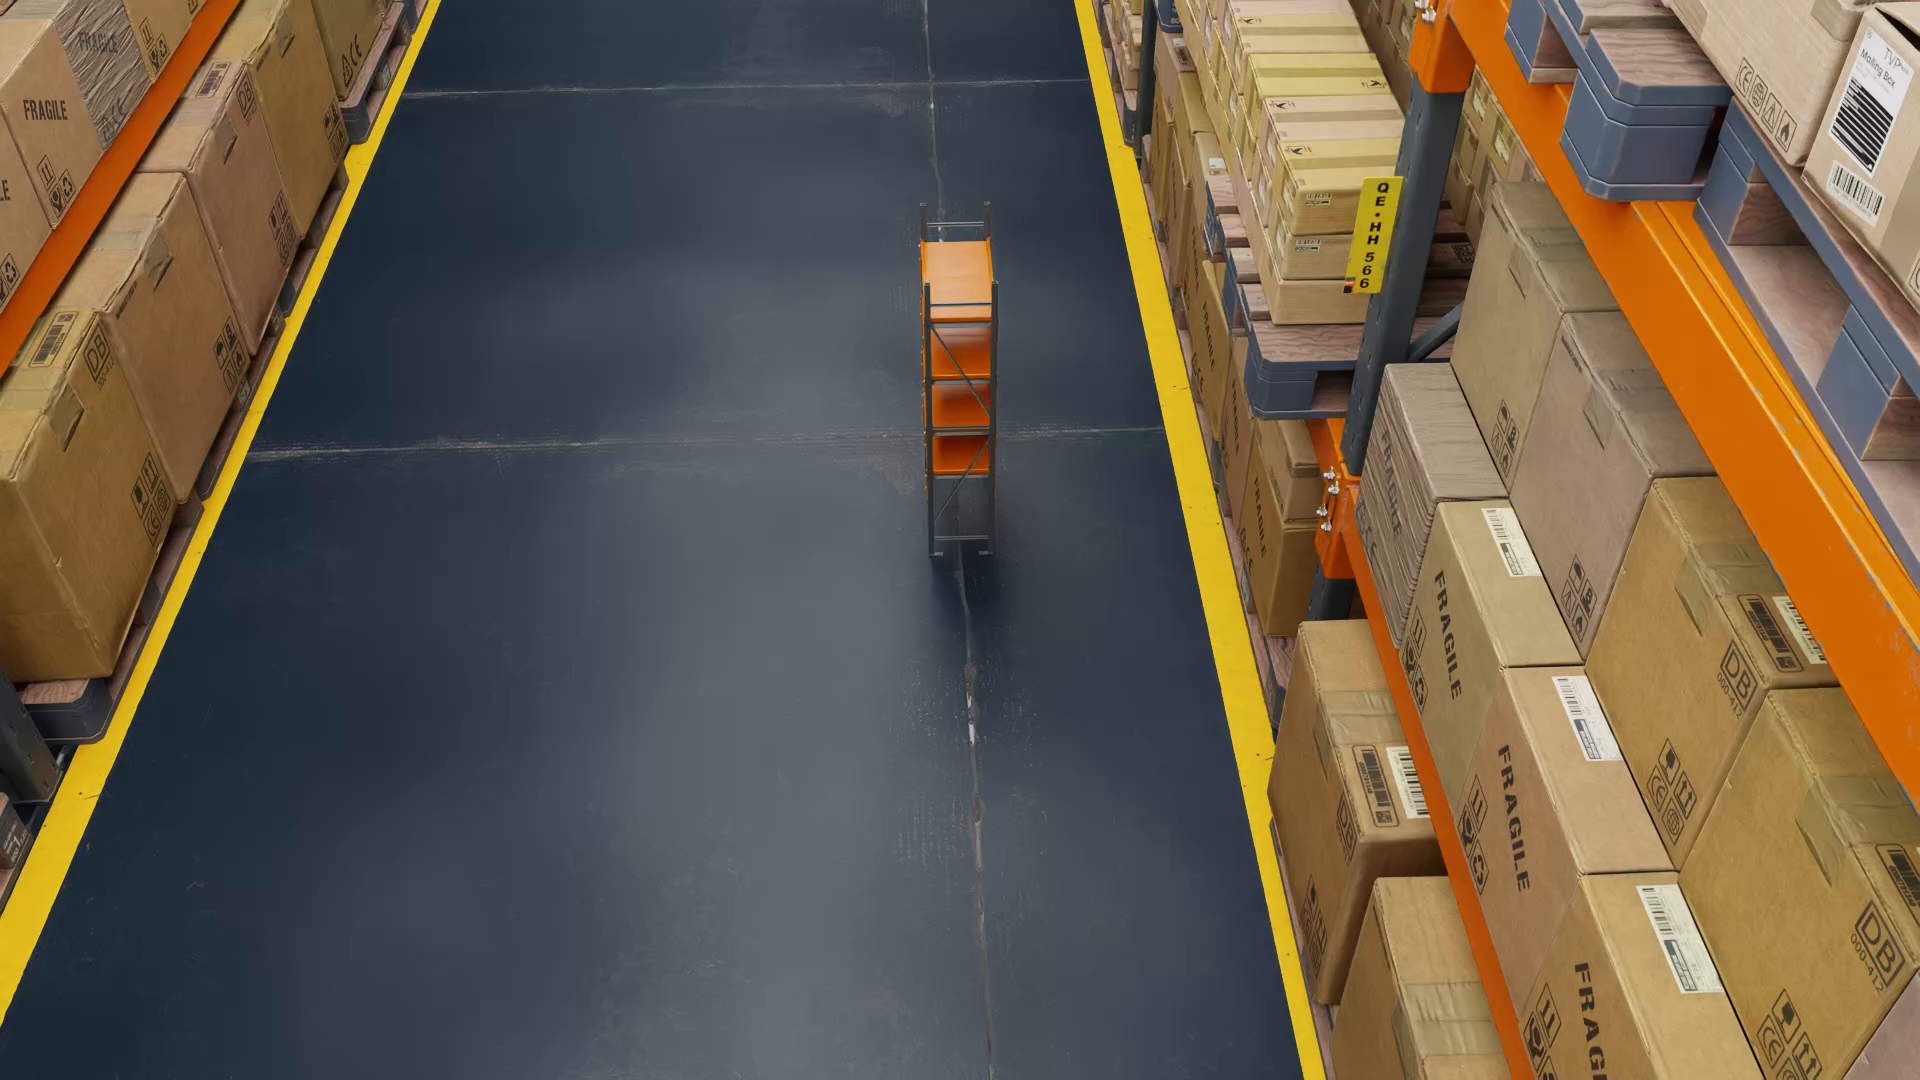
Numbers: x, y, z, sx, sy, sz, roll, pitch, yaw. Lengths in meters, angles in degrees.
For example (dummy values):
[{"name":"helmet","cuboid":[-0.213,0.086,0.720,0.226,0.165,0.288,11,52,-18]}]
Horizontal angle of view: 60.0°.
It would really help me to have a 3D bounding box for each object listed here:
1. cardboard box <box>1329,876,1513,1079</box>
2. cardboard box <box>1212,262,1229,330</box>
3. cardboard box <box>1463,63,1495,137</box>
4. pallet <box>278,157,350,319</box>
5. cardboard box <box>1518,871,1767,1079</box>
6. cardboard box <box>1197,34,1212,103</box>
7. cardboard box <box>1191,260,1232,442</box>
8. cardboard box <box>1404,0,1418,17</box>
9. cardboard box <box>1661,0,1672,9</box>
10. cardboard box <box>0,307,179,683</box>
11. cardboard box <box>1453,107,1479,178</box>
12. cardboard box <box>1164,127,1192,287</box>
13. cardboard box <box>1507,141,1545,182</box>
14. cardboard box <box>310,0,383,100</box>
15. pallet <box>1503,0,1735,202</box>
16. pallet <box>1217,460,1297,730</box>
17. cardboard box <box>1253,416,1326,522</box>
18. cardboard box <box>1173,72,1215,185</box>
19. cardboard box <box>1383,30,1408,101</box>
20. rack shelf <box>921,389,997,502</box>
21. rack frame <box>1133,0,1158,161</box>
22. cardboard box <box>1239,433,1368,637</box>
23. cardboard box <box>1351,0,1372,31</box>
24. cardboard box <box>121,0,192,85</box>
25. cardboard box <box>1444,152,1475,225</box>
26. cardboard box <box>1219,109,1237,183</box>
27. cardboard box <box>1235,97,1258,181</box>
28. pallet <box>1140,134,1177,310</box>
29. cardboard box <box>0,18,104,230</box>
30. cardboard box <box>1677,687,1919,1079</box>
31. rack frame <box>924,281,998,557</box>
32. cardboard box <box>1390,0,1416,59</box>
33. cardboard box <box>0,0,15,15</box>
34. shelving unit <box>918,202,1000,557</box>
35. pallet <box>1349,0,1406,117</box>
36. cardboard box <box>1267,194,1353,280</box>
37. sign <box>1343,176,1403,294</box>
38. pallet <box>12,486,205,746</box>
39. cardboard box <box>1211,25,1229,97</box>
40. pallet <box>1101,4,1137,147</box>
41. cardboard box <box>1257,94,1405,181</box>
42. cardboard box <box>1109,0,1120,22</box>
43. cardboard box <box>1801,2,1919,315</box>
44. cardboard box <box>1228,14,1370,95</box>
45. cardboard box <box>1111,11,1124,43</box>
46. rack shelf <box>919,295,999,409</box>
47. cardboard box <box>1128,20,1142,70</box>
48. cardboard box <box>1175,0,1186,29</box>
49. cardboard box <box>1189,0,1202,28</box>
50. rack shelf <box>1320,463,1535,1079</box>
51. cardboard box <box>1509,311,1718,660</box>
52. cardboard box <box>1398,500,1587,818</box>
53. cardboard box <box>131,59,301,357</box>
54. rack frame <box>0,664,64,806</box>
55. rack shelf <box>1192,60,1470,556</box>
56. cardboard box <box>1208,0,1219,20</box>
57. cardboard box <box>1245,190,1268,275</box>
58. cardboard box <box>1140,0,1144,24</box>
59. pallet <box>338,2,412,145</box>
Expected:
[{"name":"cardboard box","cuboid":[1.522,1.318,3.947,1.050,0.750,0.750,-1,43,-1]},{"name":"cardboard box","cuboid":[1.216,-1.009,6.115,0.500,0.250,0.500,-1,43,-1]},{"name":"cardboard box","cuboid":[1.699,-1.307,4.890,0.380,0.149,0.250,-2,43,-2]},{"name":"pallet","cuboid":[-3.476,-1.440,7.665,1.003,0.211,1.213,-2,43,-2]},{"name":"cardboard box","cuboid":[1.359,0.933,2.938,0.500,0.500,0.500,-2,43,-2]},{"name":"cardboard box","cuboid":[1.016,-1.609,5.660,0.380,0.149,0.250,0,43,0]},{"name":"cardboard box","cuboid":[1.199,-0.738,6.374,0.500,0.500,0.500,-3,43,-4]},{"name":"cardboard box","cuboid":[1.662,-1.847,5.480,0.380,0.149,0.250,0,43,0]},{"name":"cardboard box","cuboid":[1.356,-1.130,2.724,0.500,0.311,0.500,-2,43,-2]},{"name":"cardboard box","cuboid":[-3.423,-0.124,5.428,1.225,0.875,0.875,-3,43,-4]},{"name":"cardboard box","cuboid":[1.697,-1.228,5.024,0.380,0.149,0.250,-3,43,-3]},{"name":"cardboard box","cuboid":[1.166,-1.431,7.130,0.500,0.500,0.500,0,43,0]},{"name":"cardboard box","cuboid":[1.719,-0.963,4.515,0.380,0.149,0.250,-2,43,-2]},{"name":"cardboard box","cuboid":[-3.532,-2.806,8.353,0.875,0.875,0.875,-2,43,-2]},{"name":"pallet","cuboid":[1.626,-0.964,3.001,1.213,0.211,1.003,0,43,0]},{"name":"pallet","cuboid":[1.514,0.140,5.941,1.003,0.211,1.213,-2,43,-2]},{"name":"cardboard box","cuboid":[1.254,-0.325,5.368,0.500,0.250,0.500,-3,43,-3]},{"name":"cardboard box","cuboid":[1.168,-1.705,6.874,0.500,0.250,0.500,-1,43,-1]},{"name":"cardboard box","cuboid":[1.670,-1.626,5.679,0.380,0.149,0.250,-1,43,-1]},{"name":"rack shelf","cuboid":[-0.007,-0.358,6.146,0.258,0.148,0.480,-2,43,-2]},{"name":"rack frame","cuboid":[1.375,-3.061,7.369,1.000,3.000,0.127,-2,43,-2]},{"name":"cardboard box","cuboid":[1.256,-0.031,5.603,0.500,0.500,0.500,-2,43,-2]},{"name":"cardboard box","cuboid":[1.649,-1.981,6.067,0.380,0.149,0.250,0,43,0]},{"name":"cardboard box","cuboid":[-3.248,-2.029,6.170,0.500,0.500,0.500,-2,43,-2]},{"name":"cardboard box","cuboid":[1.705,-1.094,5.099,0.380,0.149,0.250,0,43,0]},{"name":"cardboard box","cuboid":[1.038,-1.252,5.271,0.380,0.149,0.250,-2,43,-2]},{"name":"cardboard box","cuboid":[1.043,-1.211,5.006,0.380,0.149,0.250,-1,43,-1]},{"name":"pallet","cuboid":[1.410,-1.507,7.738,1.003,0.211,1.213,-2,43,-2]},{"name":"cardboard box","cuboid":[-3.213,-1.353,5.432,0.500,0.500,0.500,-2,43,-3]},{"name":"cardboard box","cuboid":[1.623,0.570,2.594,0.700,0.500,0.500,-2,43,-2]},{"name":"rack frame","cuboid":[0.003,-0.389,5.787,0.240,1.200,0.015,-2,43,-2]},{"name":"cardboard box","cuboid":[1.669,-1.734,5.577,0.380,0.149,0.250,-2,43,-2]},{"name":"cardboard box","cuboid":[-3.489,-2.080,5.483,0.797,0.503,0.637,0,43,0]},{"name":"shelving unit","cuboid":[-0.007,-0.554,5.966,0.258,1.200,0.503,-2,43,-2]},{"name":"pallet","cuboid":[1.420,-1.625,5.945,1.003,0.211,1.213,-2,43,-2]},{"name":"cardboard box","cuboid":[1.069,-0.853,4.616,0.380,0.149,0.250,-1,43,-1]},{"name":"sign","cuboid":[1.004,-0.736,4.035,0.100,0.325,0.005,-2,43,-2]},{"name":"pallet","cuboid":[-3.373,0.207,5.868,1.003,0.211,1.213,-2,43,-2]},{"name":"cardboard box","cuboid":[1.024,-1.548,5.373,0.380,0.149,0.250,-2,43,-2]},{"name":"pallet","cuboid":[1.312,-2.485,8.805,1.003,0.211,1.213,-2,43,-2]},{"name":"cardboard box","cuboid":[1.058,-1.129,4.697,0.380,0.149,0.250,-2,43,-2]},{"name":"cardboard box","cuboid":[0.992,-2.841,8.708,0.380,0.149,0.250,-3,43,-3]},{"name":"cardboard box","cuboid":[1.399,-0.445,1.977,0.500,0.311,0.500,-2,43,-3]},{"name":"cardboard box","cuboid":[1.032,-1.486,5.087,0.380,0.149,0.250,0,43,-1]},{"name":"cardboard box","cuboid":[1.015,-2.774,8.856,0.380,0.149,0.250,-3,43,-3]},{"name":"rack shelf","cuboid":[-0.007,-0.669,5.861,0.258,0.148,0.480,-2,43,-2]},{"name":"cardboard box","cuboid":[1.044,-2.478,8.312,0.380,0.149,0.250,-1,43,-1]},{"name":"cardboard box","cuboid":[0.993,-1.963,6.046,0.380,0.149,0.250,-2,43,-3]},{"name":"cardboard box","cuboid":[1.001,-1.898,5.756,0.380,0.149,0.250,-2,43,-3]},{"name":"rack shelf","cuboid":[1.630,1.255,3.193,1.077,0.370,4.000,-2,43,-2]},{"name":"cardboard box","cuboid":[1.577,-0.121,3.348,0.700,0.500,0.500,-2,43,-2]},{"name":"cardboard box","cuboid":[1.319,0.257,3.676,0.500,0.500,0.500,-2,43,-2]},{"name":"cardboard box","cuboid":[-3.498,-1.324,6.736,1.225,0.875,0.875,-3,43,-3]},{"name":"rack frame","cuboid":[-3.414,-0.286,4.343,1.000,3.000,0.127,-2,43,-2]},{"name":"rack shelf","cuboid":[1.460,-1.446,6.140,1.077,0.370,4.000,-2,43,-2]},{"name":"cardboard box","cuboid":[1.014,-1.833,5.464,0.380,0.149,0.250,0,43,0]},{"name":"cardboard box","cuboid":[1.056,-0.910,4.898,0.380,0.149,0.250,-2,43,-2]},{"name":"cardboard box","cuboid":[1.100,-2.617,8.244,0.380,0.149,0.250,-1,43,-1]},{"name":"pallet","cuboid":[-3.538,-2.474,8.793,1.003,0.211,1.213,-2,43,-2]}]
